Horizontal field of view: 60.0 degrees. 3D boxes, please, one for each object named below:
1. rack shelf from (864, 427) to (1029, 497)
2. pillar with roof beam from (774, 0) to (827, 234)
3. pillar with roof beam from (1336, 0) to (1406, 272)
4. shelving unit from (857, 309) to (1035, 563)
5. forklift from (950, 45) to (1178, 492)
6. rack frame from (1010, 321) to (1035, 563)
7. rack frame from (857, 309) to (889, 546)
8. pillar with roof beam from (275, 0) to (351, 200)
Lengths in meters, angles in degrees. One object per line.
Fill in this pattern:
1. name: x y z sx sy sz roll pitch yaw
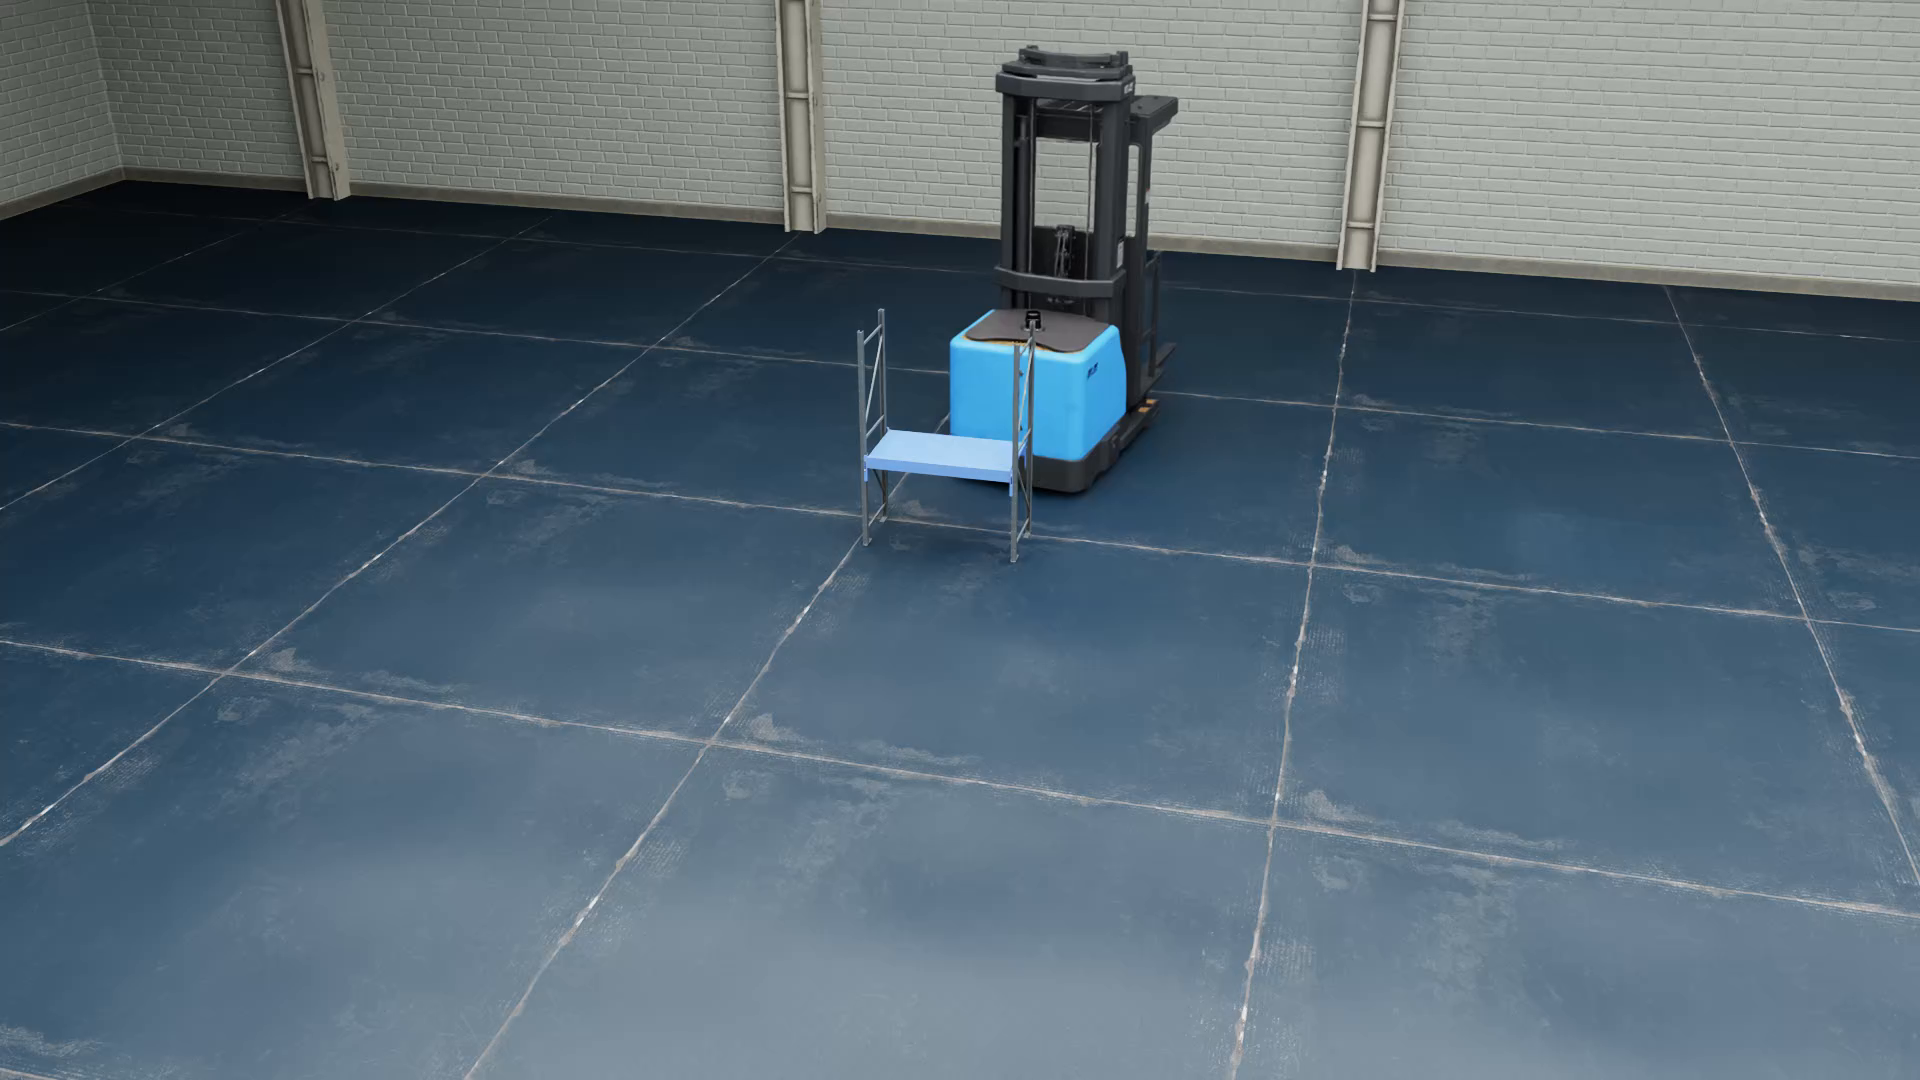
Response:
1. rack shelf: -0.083 -0.524 11.024 1.000 0.185 0.538 6 26 13
2. pillar with roof beam: -2.788 -5.737 12.832 0.400 9.000 9.100 6 26 13
3. pillar with roof beam: 3.022 -5.095 11.483 0.400 9.000 9.100 6 26 13
4. shelving unit: -0.083 -0.686 10.947 1.048 1.500 0.538 6 26 13
5. forklift: 0.955 -2.269 12.605 1.130 2.935 3.031 10 27 21
6. rack frame: 0.410 -0.632 10.832 0.032 1.500 0.500 6 26 13
7. rack frame: -0.575 -0.741 11.061 0.032 1.500 0.500 6 26 13
8. pillar with roof beam: -8.599 -6.379 14.181 0.400 9.000 9.100 6 26 13
